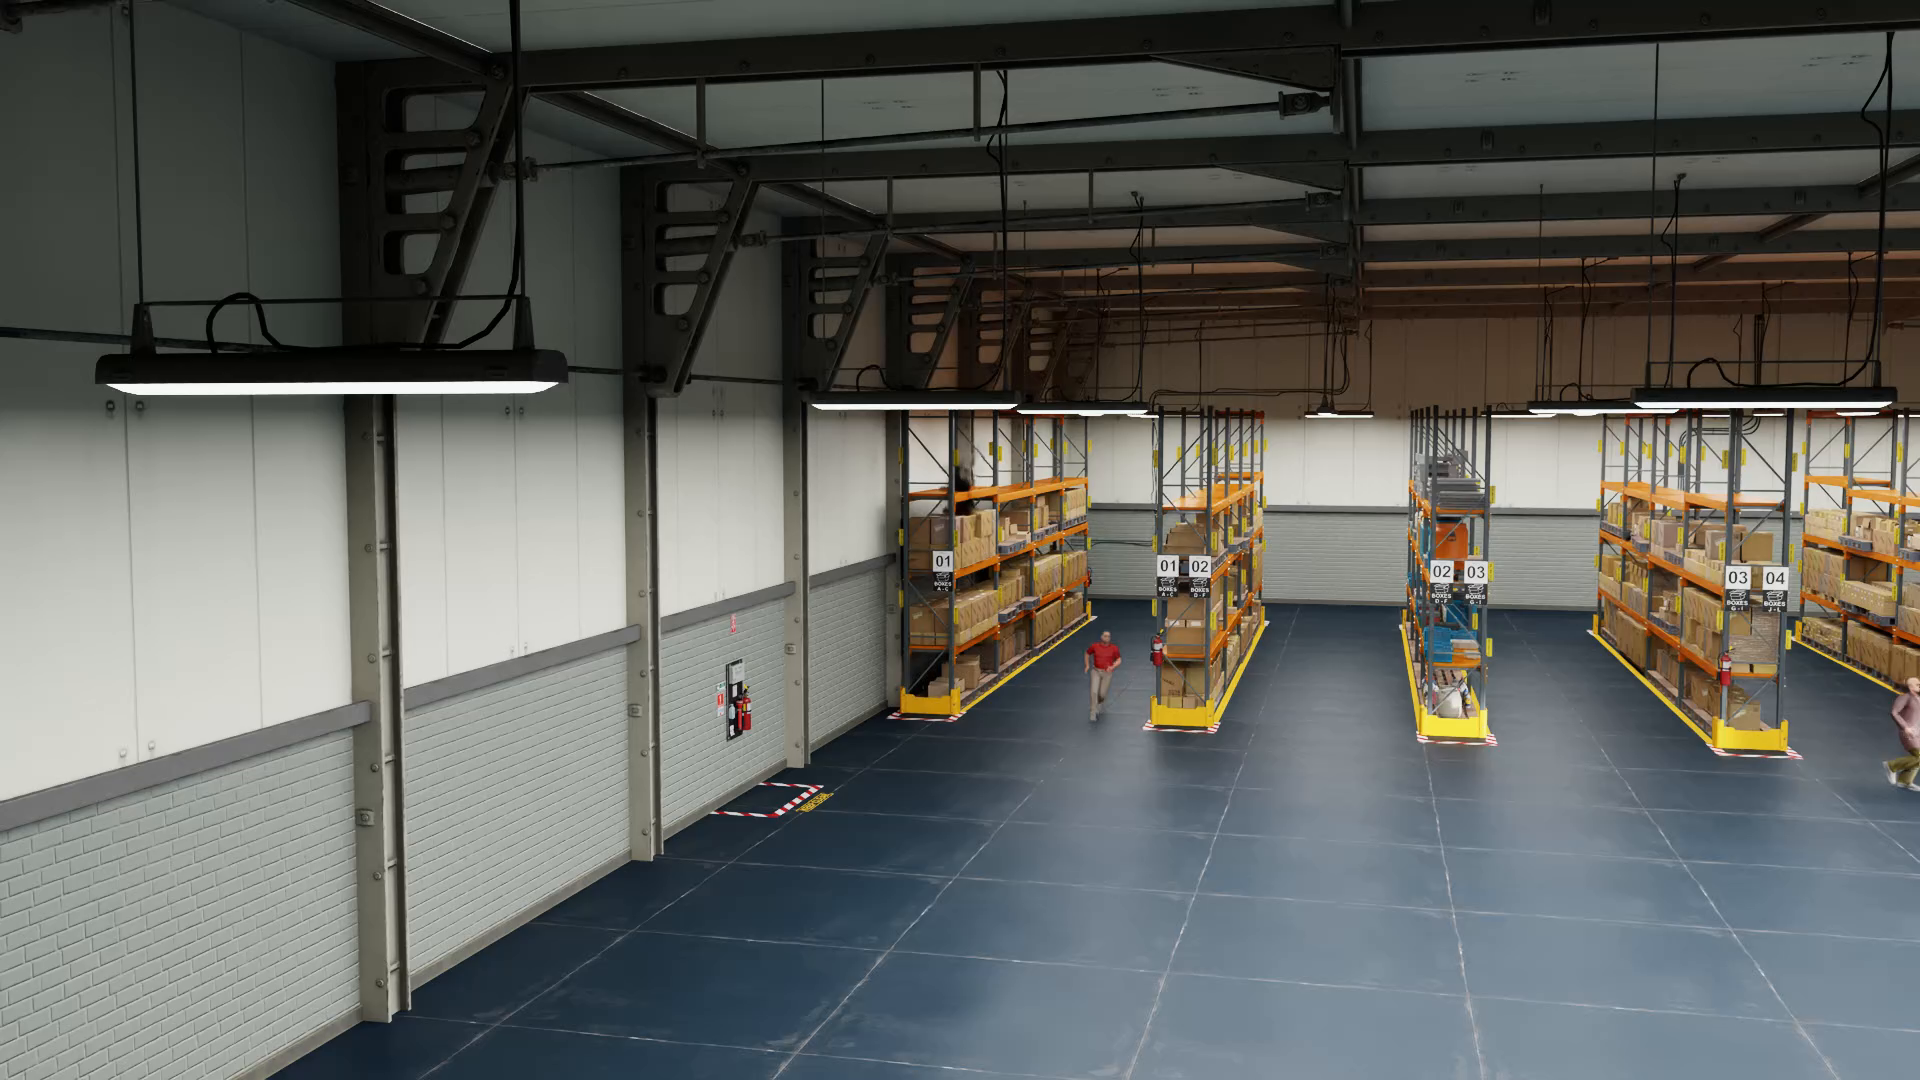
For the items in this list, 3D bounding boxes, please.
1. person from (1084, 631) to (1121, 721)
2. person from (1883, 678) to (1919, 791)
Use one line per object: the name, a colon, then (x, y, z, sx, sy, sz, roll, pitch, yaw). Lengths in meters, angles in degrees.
person: (2.745, 2.604, 32.039, 0.704, 1.725, 0.822, 0, 4, 4)
person: (14.781, 3.006, 25.823, 0.700, 1.745, 0.673, -3, 5, -38)
